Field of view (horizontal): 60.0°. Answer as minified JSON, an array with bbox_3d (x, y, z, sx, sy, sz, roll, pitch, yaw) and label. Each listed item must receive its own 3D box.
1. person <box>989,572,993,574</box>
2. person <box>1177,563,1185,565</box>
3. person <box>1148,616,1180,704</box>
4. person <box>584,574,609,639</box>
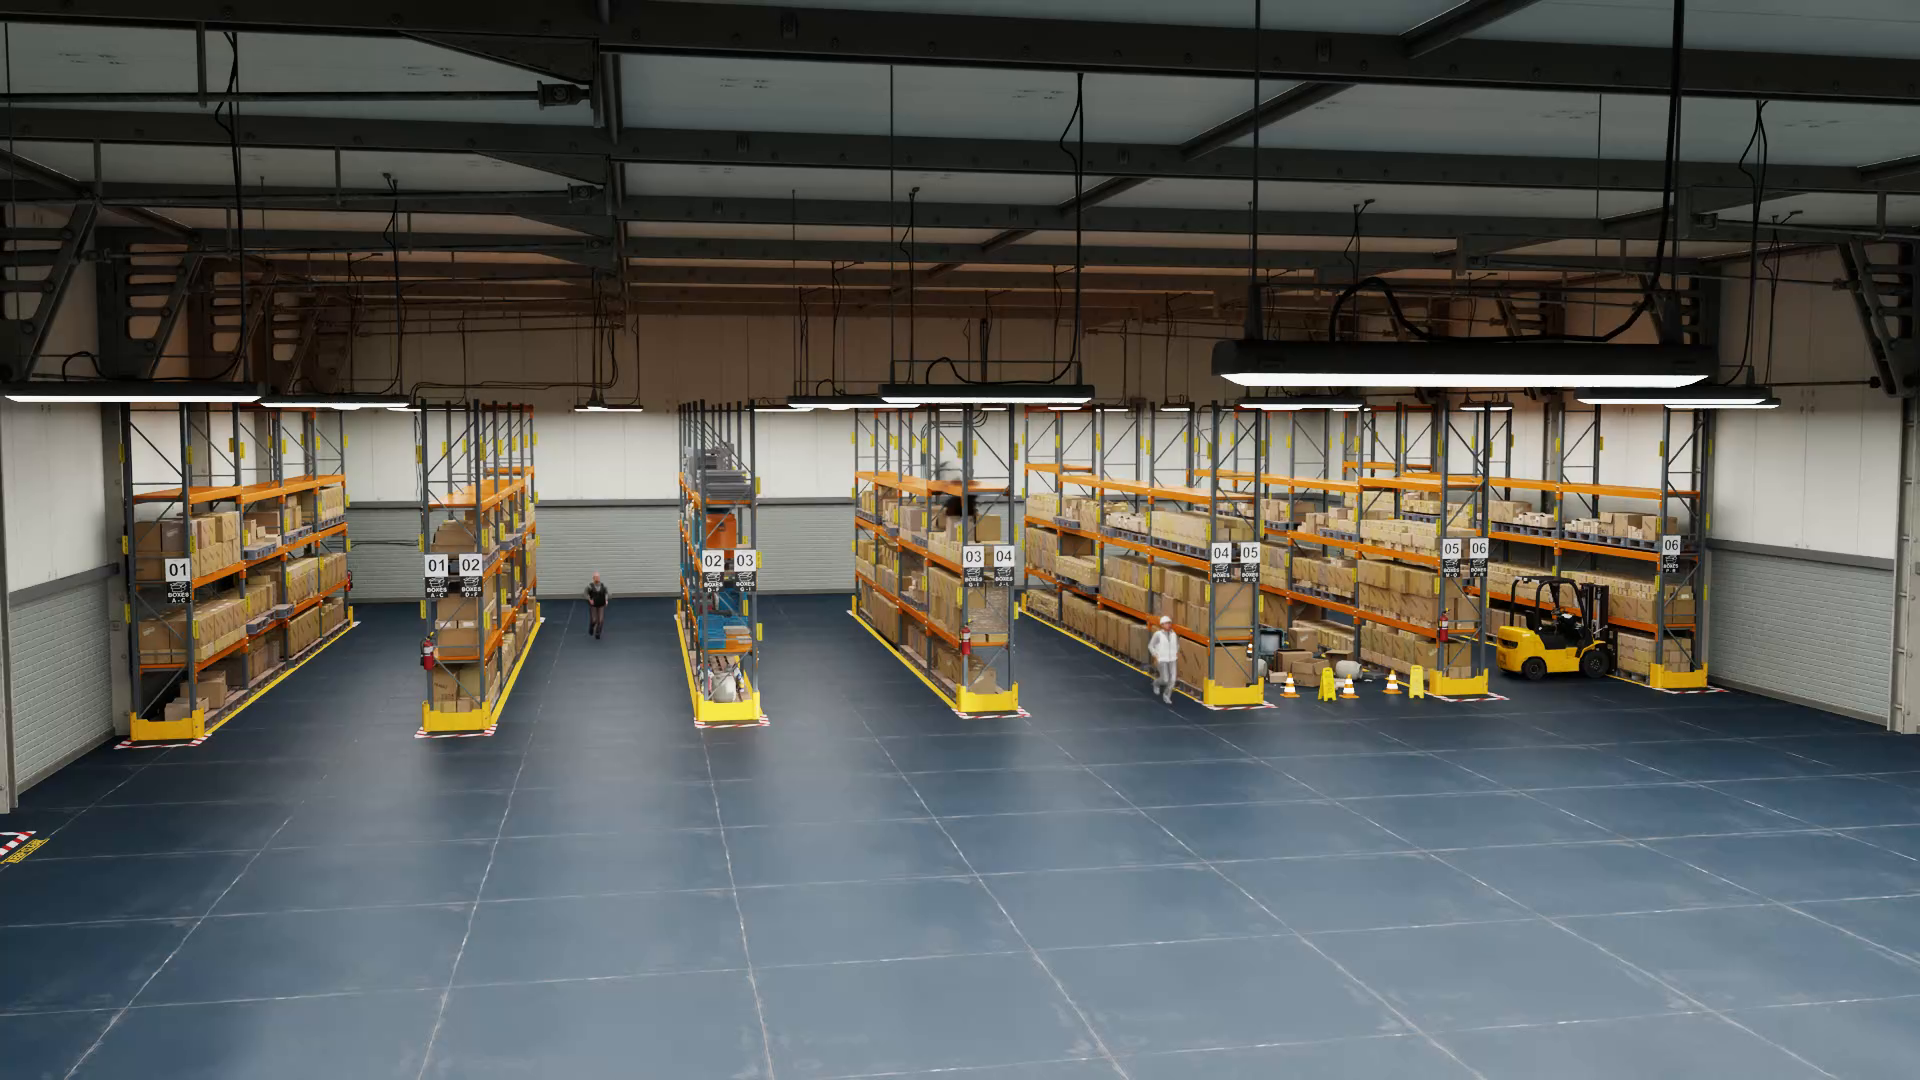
[{"bbox_3d":[0.821,1.244,49.075,0.725,1.619,0.764,3,5,30],"label":"person"},{"bbox_3d":[6.997,1.033,50.986,0.839,1.727,0.623,1,4,12],"label":"person"},{"bbox_3d":[4.077,2.376,33.053,0.668,1.733,0.587,-1,5,-19],"label":"person"},{"bbox_3d":[-9.249,1.689,42.371,0.647,1.675,0.580,-2,5,-26],"label":"person"}]
